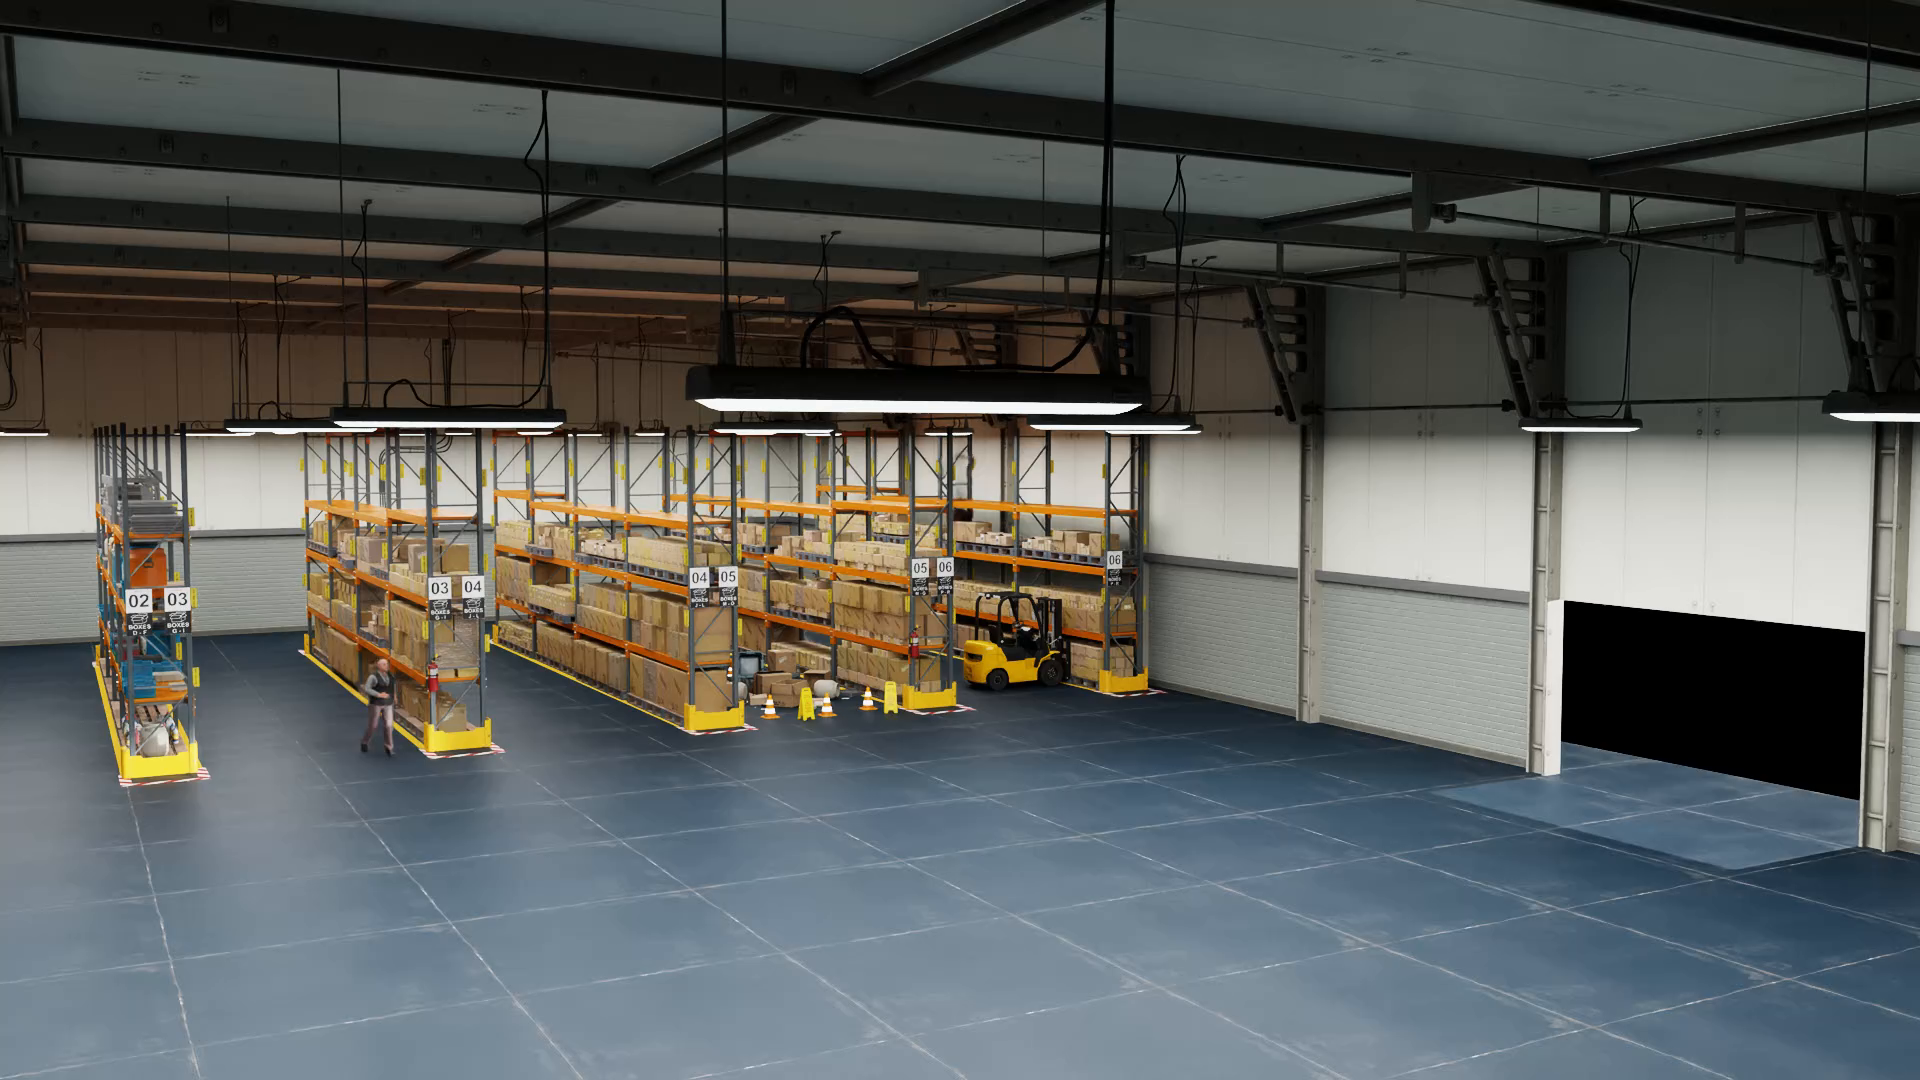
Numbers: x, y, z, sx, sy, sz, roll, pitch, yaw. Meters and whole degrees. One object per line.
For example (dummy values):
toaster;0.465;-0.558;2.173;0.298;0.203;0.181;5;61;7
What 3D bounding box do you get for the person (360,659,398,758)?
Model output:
person;-10.471;3.033;30.130;0.837;1.767;0.690;3;5;41
